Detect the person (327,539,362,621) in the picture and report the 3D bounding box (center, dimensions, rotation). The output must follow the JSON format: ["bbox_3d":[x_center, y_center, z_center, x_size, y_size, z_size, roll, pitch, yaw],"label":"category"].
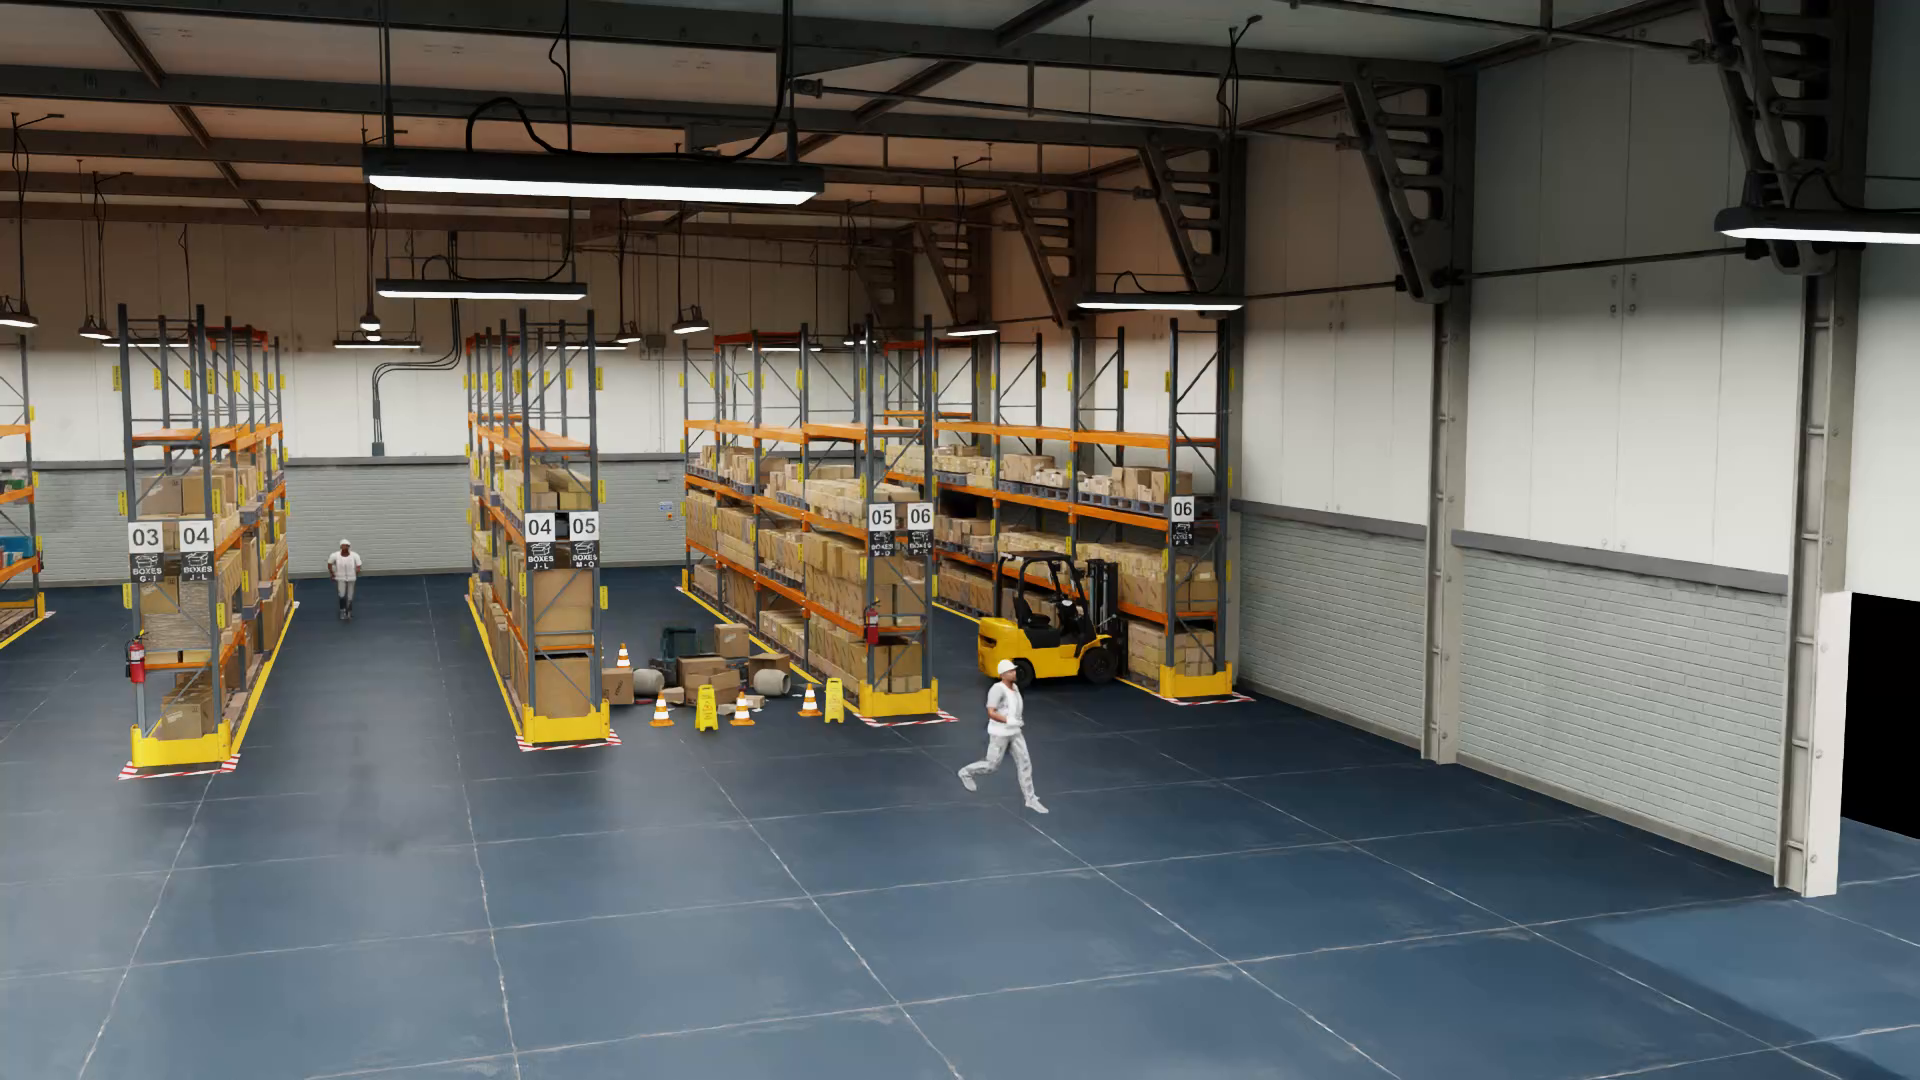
[{"bbox_3d":[-12.868,0.837,34.845,0.645,1.725,0.754,-3,6,-28],"label":"person"}]

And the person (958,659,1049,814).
[{"bbox_3d":[0.493,2.283,19.481,1.160,1.781,0.648,4,7,34],"label":"person"}]
